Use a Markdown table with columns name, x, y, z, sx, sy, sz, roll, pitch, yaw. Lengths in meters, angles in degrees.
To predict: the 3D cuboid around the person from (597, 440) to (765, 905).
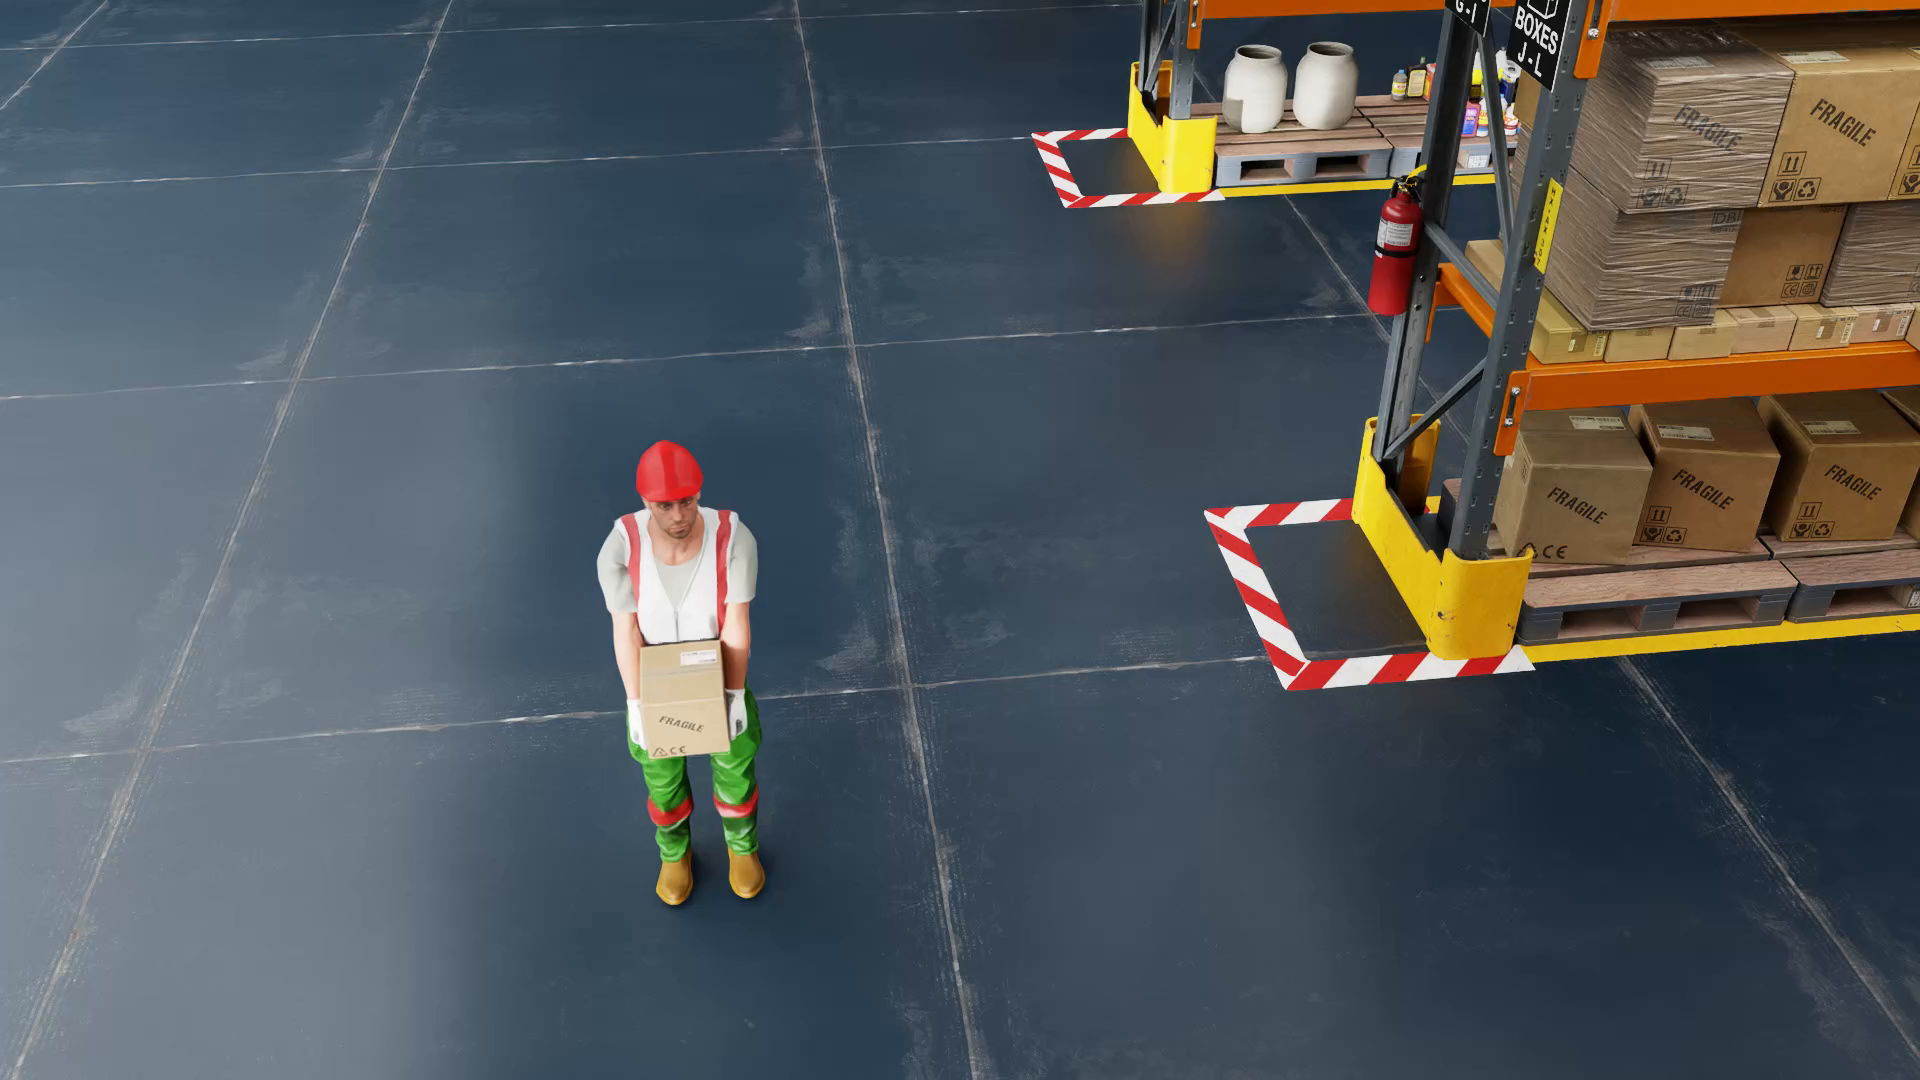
| name | x | y | z | sx | sy | sz | roll | pitch | yaw |
| --- | --- | --- | --- | --- | --- | --- | --- | --- | --- |
| person | -0.870 | 0.495 | 5.404 | 0.495 | 1.784 | 0.559 | -5 | 35 | -7 |
